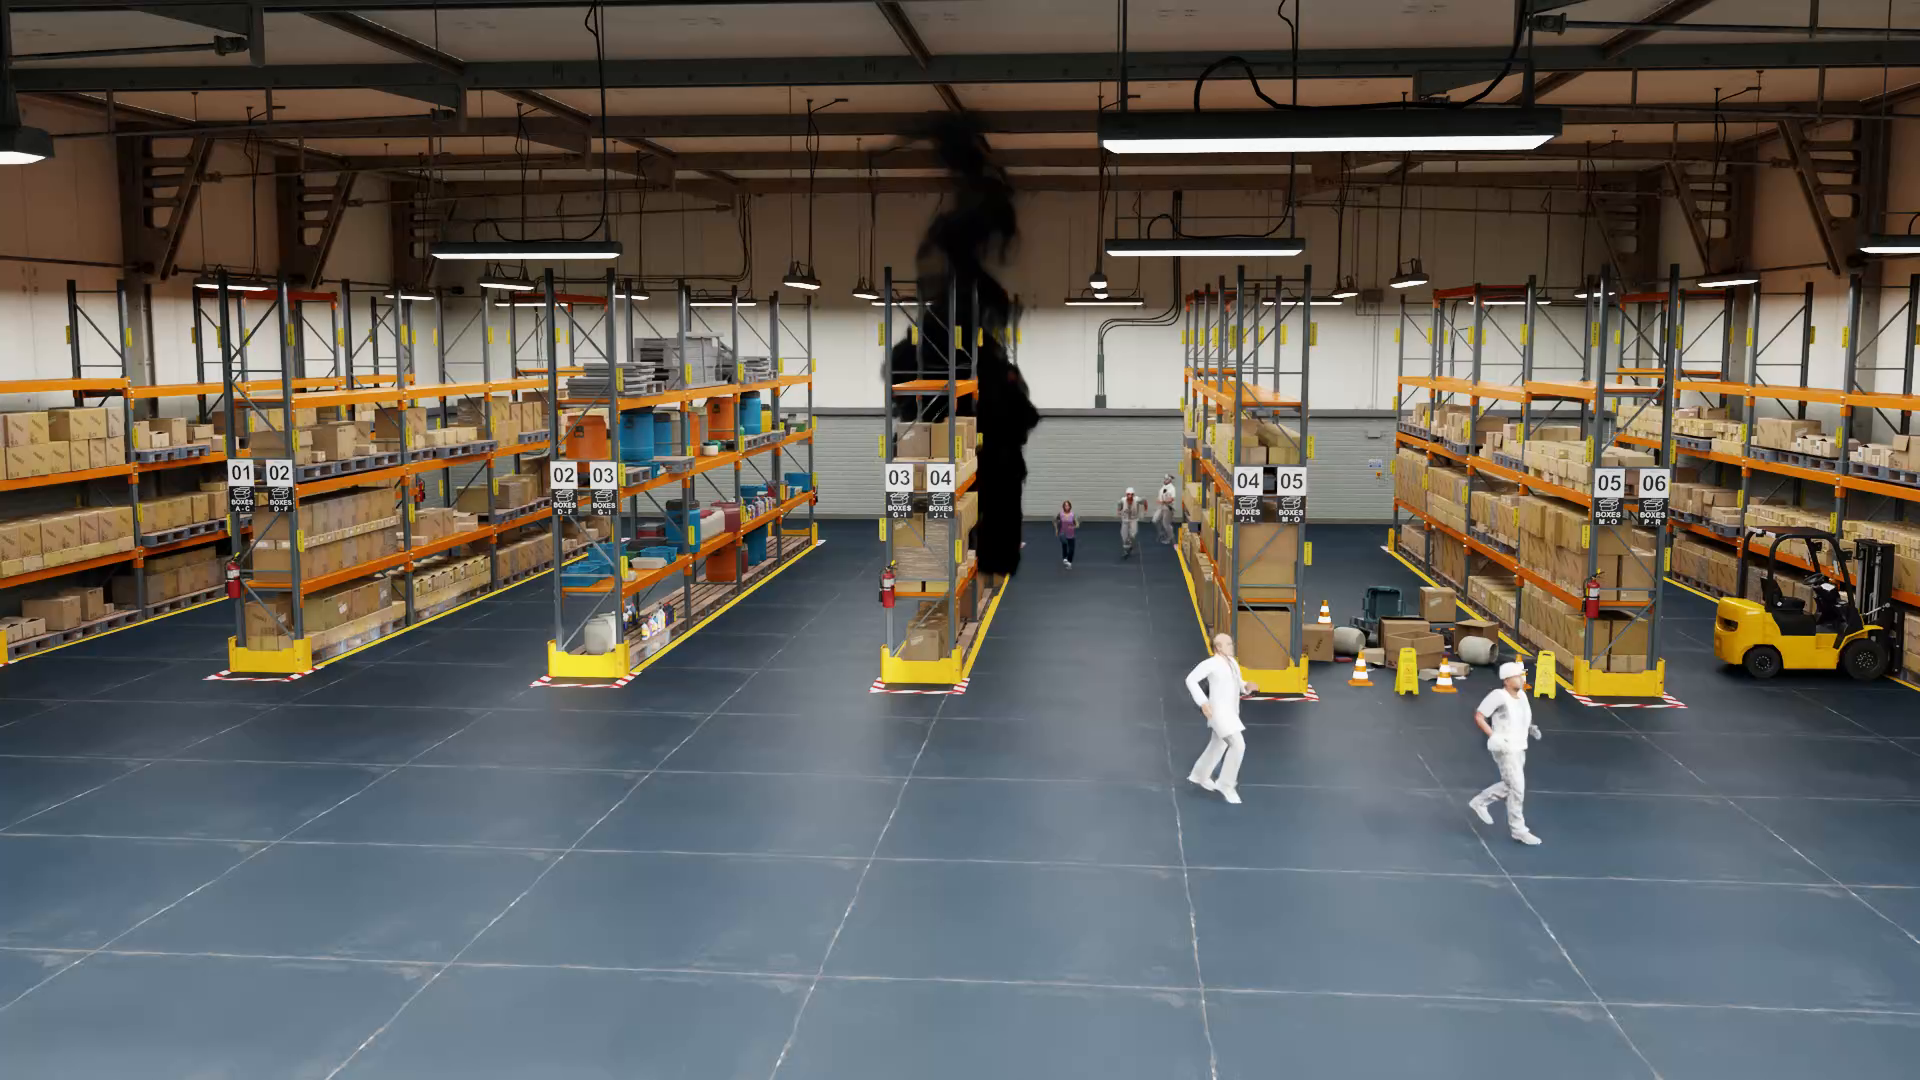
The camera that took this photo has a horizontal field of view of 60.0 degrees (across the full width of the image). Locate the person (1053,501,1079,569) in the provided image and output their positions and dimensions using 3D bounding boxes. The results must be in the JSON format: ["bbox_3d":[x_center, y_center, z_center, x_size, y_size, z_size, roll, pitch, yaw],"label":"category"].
[{"bbox_3d":[2.241,-0.038,35.042,0.544,1.404,0.884,0,7,1],"label":"person"}]

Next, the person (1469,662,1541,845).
[{"bbox_3d":[5.475,2.103,16.678,0.688,1.783,0.837,-7,10,-44],"label":"person"}]

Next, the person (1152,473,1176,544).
[{"bbox_3d":[4.995,-0.746,40.370,0.644,1.788,0.674,-3,8,-26],"label":"person"}]

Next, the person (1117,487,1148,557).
[{"bbox_3d":[3.901,-0.394,37.718,0.696,1.638,0.863,1,7,9],"label":"person"}]

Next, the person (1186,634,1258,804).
[{"bbox_3d":[2.856,1.893,18.100,0.828,1.760,0.669,4,8,32],"label":"person"}]
